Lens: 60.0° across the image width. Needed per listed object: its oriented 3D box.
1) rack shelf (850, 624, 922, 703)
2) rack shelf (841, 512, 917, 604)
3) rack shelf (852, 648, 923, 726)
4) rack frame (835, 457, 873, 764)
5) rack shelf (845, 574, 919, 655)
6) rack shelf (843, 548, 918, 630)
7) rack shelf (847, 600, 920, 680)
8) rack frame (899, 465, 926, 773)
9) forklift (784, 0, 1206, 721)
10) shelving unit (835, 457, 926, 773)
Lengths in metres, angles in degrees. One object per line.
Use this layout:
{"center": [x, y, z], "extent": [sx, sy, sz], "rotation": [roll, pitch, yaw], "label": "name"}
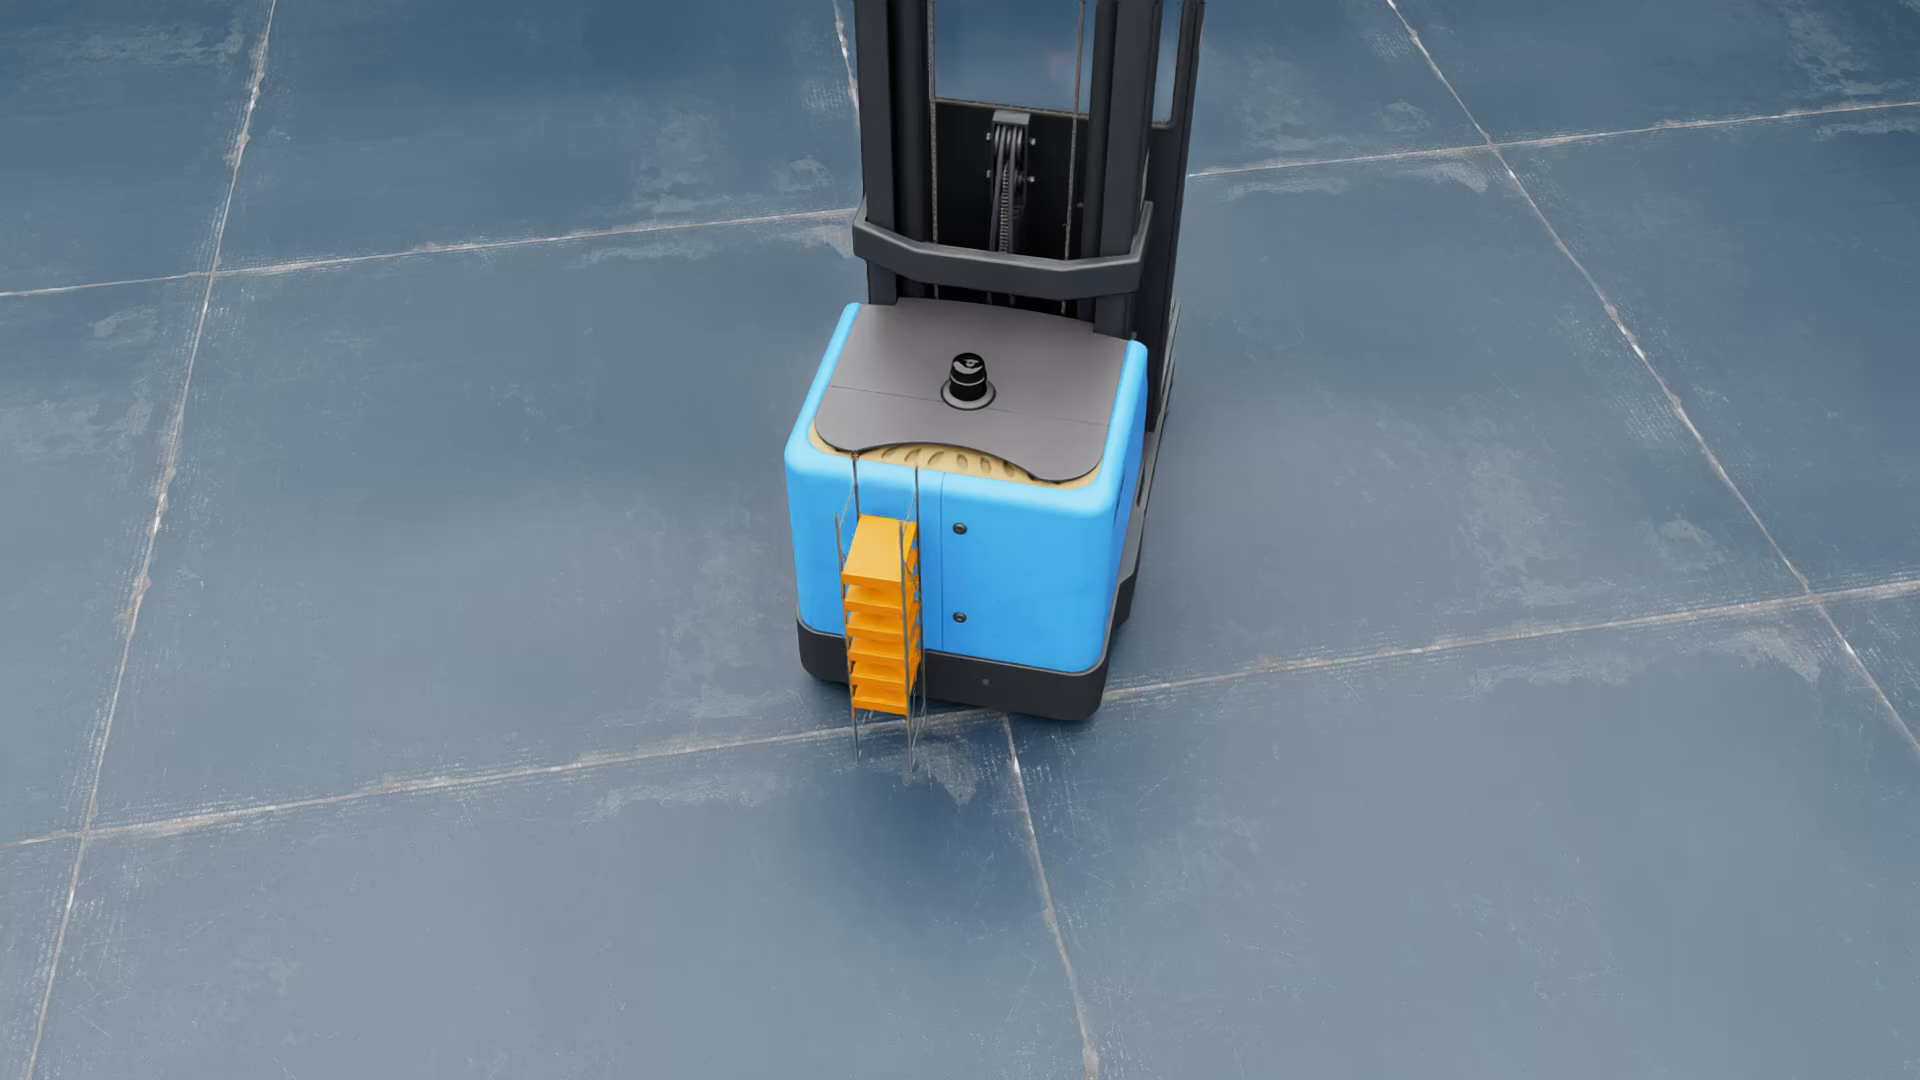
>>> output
{"center": [-0.232, 0.376, 5.278], "extent": [0.180, 0.103, 0.258], "rotation": [8, 48, 7], "label": "rack shelf"}
{"center": [-0.234, 0.052, 4.924], "extent": [0.180, 0.103, 0.258], "rotation": [8, 48, 7], "label": "rack shelf"}
{"center": [-0.231, 0.458, 5.366], "extent": [0.180, 0.103, 0.258], "rotation": [8, 48, 7], "label": "rack shelf"}
{"center": [-0.323, 0.253, 5.168], "extent": [0.006, 1.200, 0.240], "rotation": [8, 48, 7], "label": "rack frame"}
{"center": [-0.233, 0.214, 5.101], "extent": [0.180, 0.103, 0.258], "rotation": [8, 48, 7], "label": "rack shelf"}
{"center": [-0.234, 0.133, 5.012], "extent": [0.180, 0.103, 0.258], "rotation": [8, 48, 7], "label": "rack shelf"}
{"center": [-0.233, 0.295, 5.189], "extent": [0.180, 0.103, 0.258], "rotation": [8, 48, 7], "label": "rack shelf"}
{"center": [-0.143, 0.278, 5.145], "extent": [0.006, 1.200, 0.240], "rotation": [8, 48, 7], "label": "rack frame"}
{"center": [0.261, -1.492, 5.653], "extent": [1.130, 2.935, 3.031], "rotation": [9, 47, 8], "label": "forklift"}
{"center": [-0.233, 0.265, 5.156], "extent": [0.189, 1.200, 0.258], "rotation": [8, 48, 7], "label": "shelving unit"}
